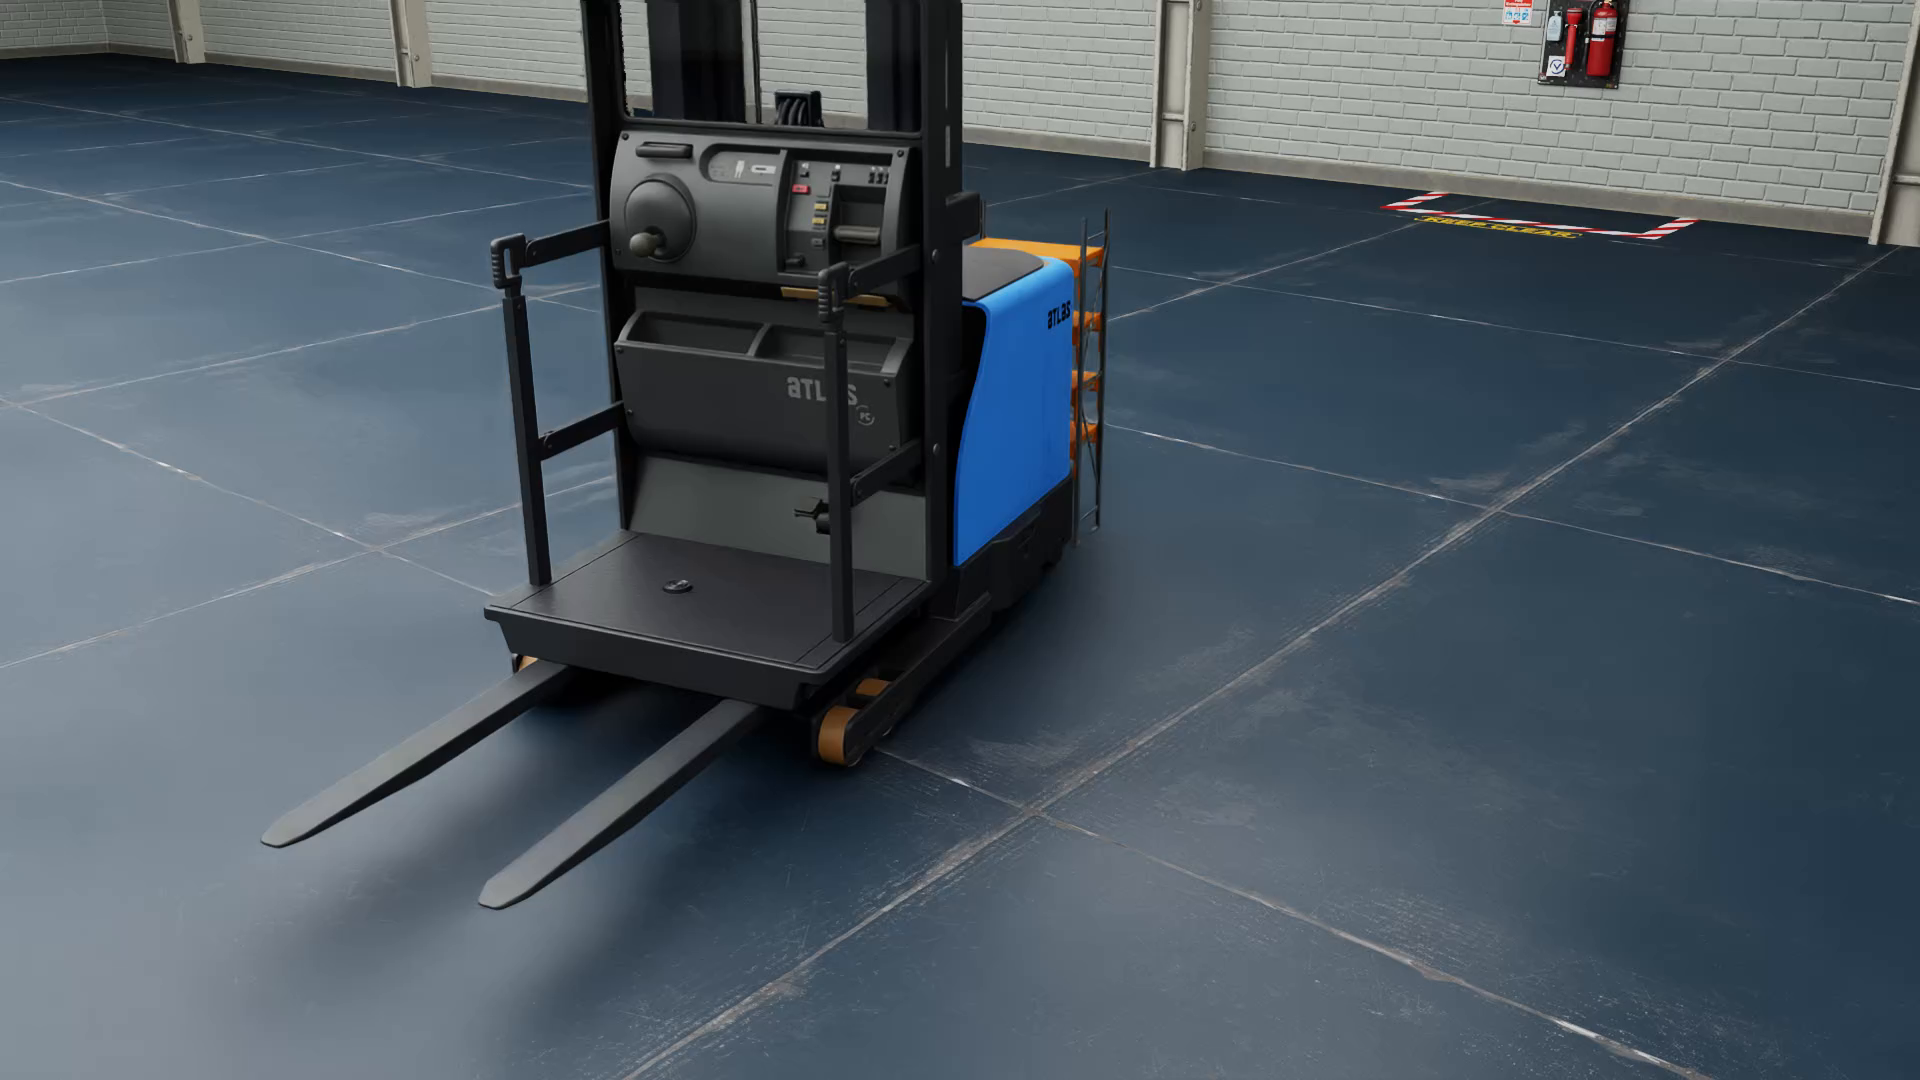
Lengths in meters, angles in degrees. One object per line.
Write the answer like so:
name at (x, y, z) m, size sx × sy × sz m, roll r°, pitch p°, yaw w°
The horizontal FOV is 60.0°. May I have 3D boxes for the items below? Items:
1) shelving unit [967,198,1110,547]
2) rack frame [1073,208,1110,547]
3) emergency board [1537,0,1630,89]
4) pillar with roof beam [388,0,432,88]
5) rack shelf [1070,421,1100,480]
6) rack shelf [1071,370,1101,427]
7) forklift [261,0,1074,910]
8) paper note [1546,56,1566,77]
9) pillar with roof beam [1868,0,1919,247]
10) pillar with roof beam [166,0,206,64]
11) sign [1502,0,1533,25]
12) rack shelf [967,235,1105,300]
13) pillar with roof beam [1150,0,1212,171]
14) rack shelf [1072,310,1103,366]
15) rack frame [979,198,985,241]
shelving unit at (0.254, -0.612, 6.091) m, size 0.503 × 1.200 × 0.258 m, roll 10°, pitch 23°, yaw 24°
rack frame at (0.473, -0.575, 5.992) m, size 0.015 × 1.200 × 0.240 m, roll 10°, pitch 23°, yaw 24°
emergency board at (4.744, -4.046, 12.646) m, size 0.643 × 1.169 × 0.194 m, roll 16°, pitch 26°, yaw 36°
pillar with roof beam at (-10.033, -9.130, 17.626) m, size 0.400 × 9.000 × 9.100 m, roll 16°, pitch 26°, yaw 36°
rack shelf at (0.254, -0.363, 6.185) m, size 0.480 × 0.148 × 0.258 m, roll 10°, pitch 23°, yaw 24°
rack shelf at (0.254, -0.549, 6.115) m, size 0.480 × 0.148 × 0.258 m, roll 10°, pitch 23°, yaw 24°
forklift at (-0.657, -0.926, 4.469) m, size 1.130 × 2.935 × 3.031 m, roll 9°, pitch 22°, yaw 22°
paper note at (4.650, -3.692, 12.956) m, size 0.142 × 0.148 × 0.016 m, roll 16°, pitch 26°, yaw 36°
pillar with roof beam at (3.912, -5.114, 6.977) m, size 0.400 × 9.000 × 9.100 m, roll 16°, pitch 26°, yaw 36°
pillar with roof beam at (-14.681, -10.469, 21.176) m, size 0.400 × 9.000 × 9.100 m, roll 16°, pitch 26°, yaw 36°
sign at (4.381, -4.214, 13.041) m, size 0.234 × 0.329 × 0.001 m, roll 16°, pitch 26°, yaw 36°
rack shelf at (0.254, -0.980, 5.953) m, size 0.480 × 0.148 × 0.258 m, roll 10°, pitch 23°, yaw 24°
pillar with roof beam at (-0.736, -6.453, 10.527) m, size 0.400 × 9.000 × 9.100 m, roll 16°, pitch 26°, yaw 36°
rack shelf at (0.254, -0.759, 6.036) m, size 0.480 × 0.148 × 0.258 m, roll 10°, pitch 23°, yaw 24°
rack frame at (0.034, -0.650, 6.190) m, size 0.015 × 1.200 × 0.240 m, roll 10°, pitch 23°, yaw 24°
